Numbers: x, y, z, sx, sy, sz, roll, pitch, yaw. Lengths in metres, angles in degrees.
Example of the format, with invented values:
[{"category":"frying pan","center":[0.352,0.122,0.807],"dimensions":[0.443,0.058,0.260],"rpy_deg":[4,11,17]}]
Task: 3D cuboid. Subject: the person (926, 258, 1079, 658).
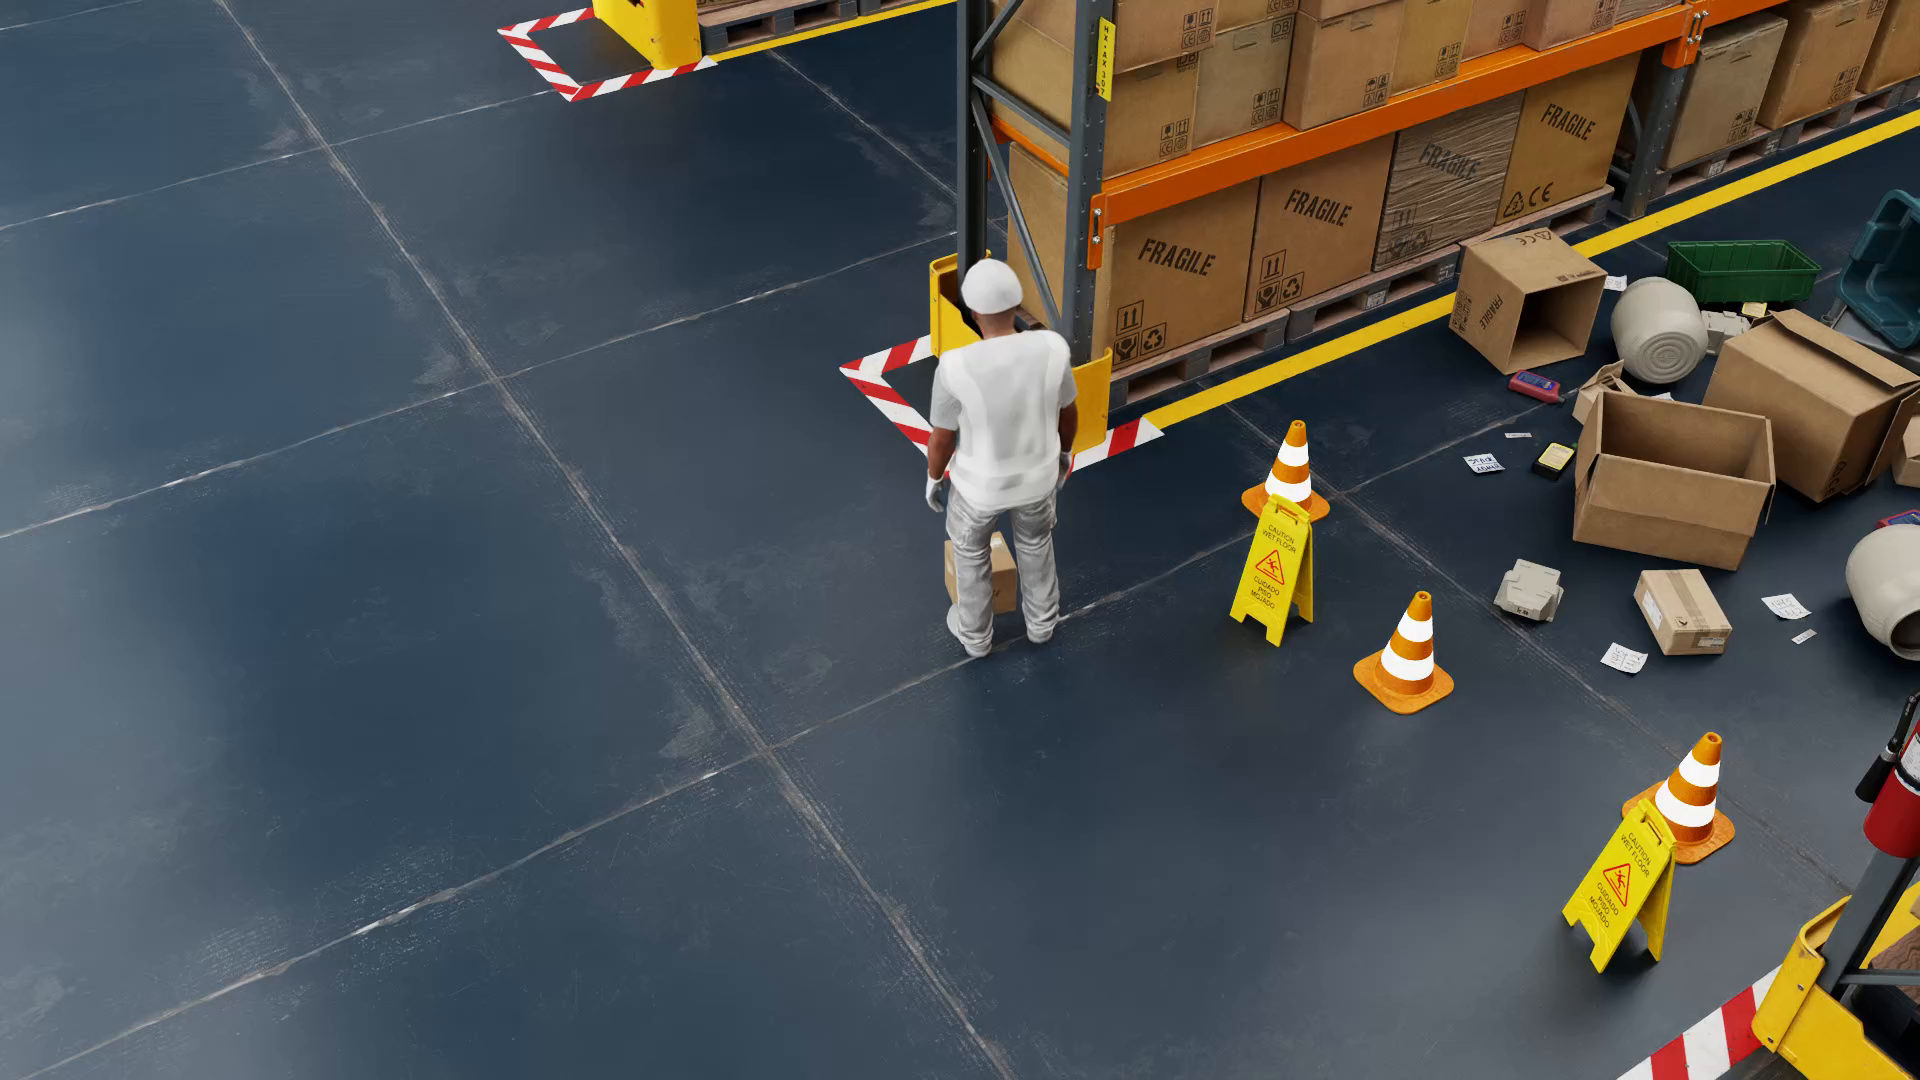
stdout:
[{"category":"person","center":[0.157,-0.277,6.475],"dimensions":[0.609,1.773,0.450],"rpy_deg":[-11,42,-12]}]
